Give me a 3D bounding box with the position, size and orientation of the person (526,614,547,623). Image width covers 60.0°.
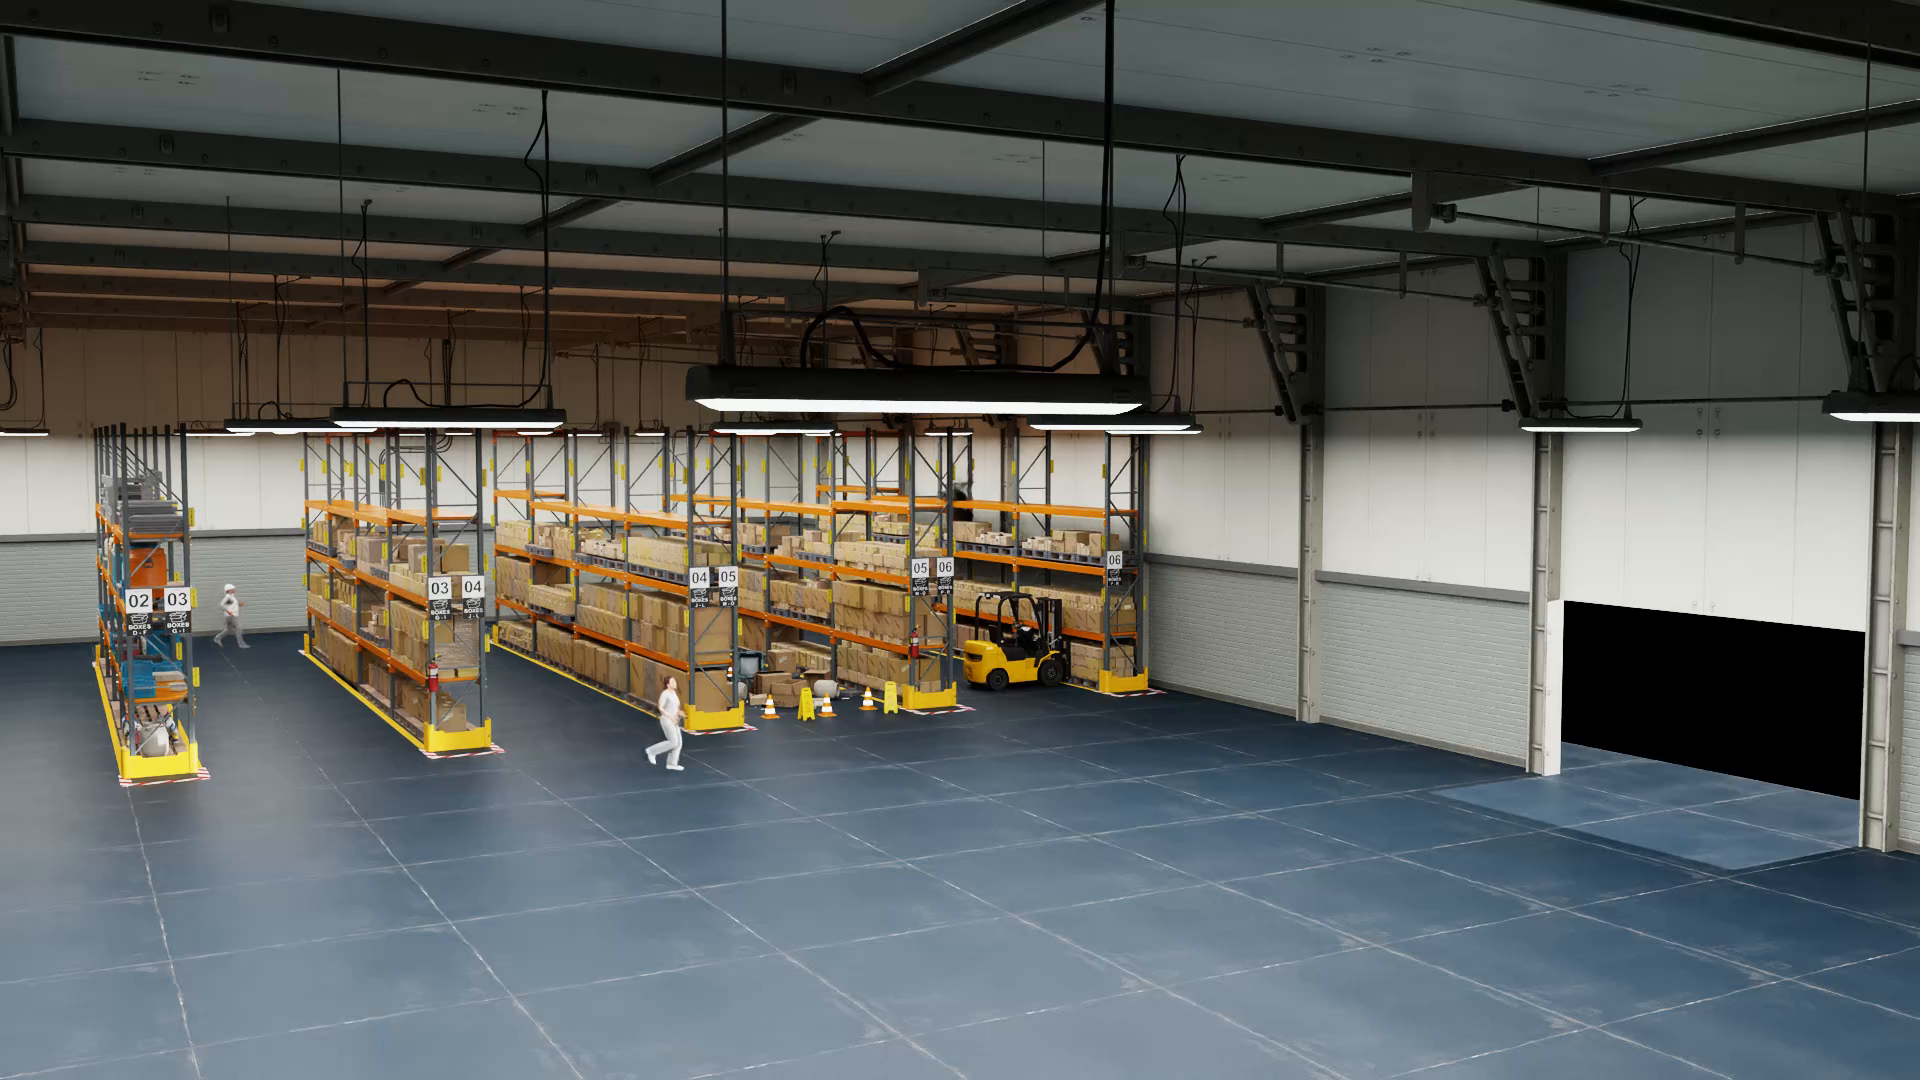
[{"bbox_3d":[-12.337,1.977,48.514,0.766,1.724,0.549,-2,4,-27],"label":"person"}]

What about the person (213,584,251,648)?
[{"bbox_3d":[-19.832,2.073,45.262,0.968,1.760,0.654,-1,4,-21],"label":"person"}]

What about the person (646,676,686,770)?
[{"bbox_3d":[-5.098,3.166,28.878,0.634,1.645,0.566,1,4,12],"label":"person"}]
